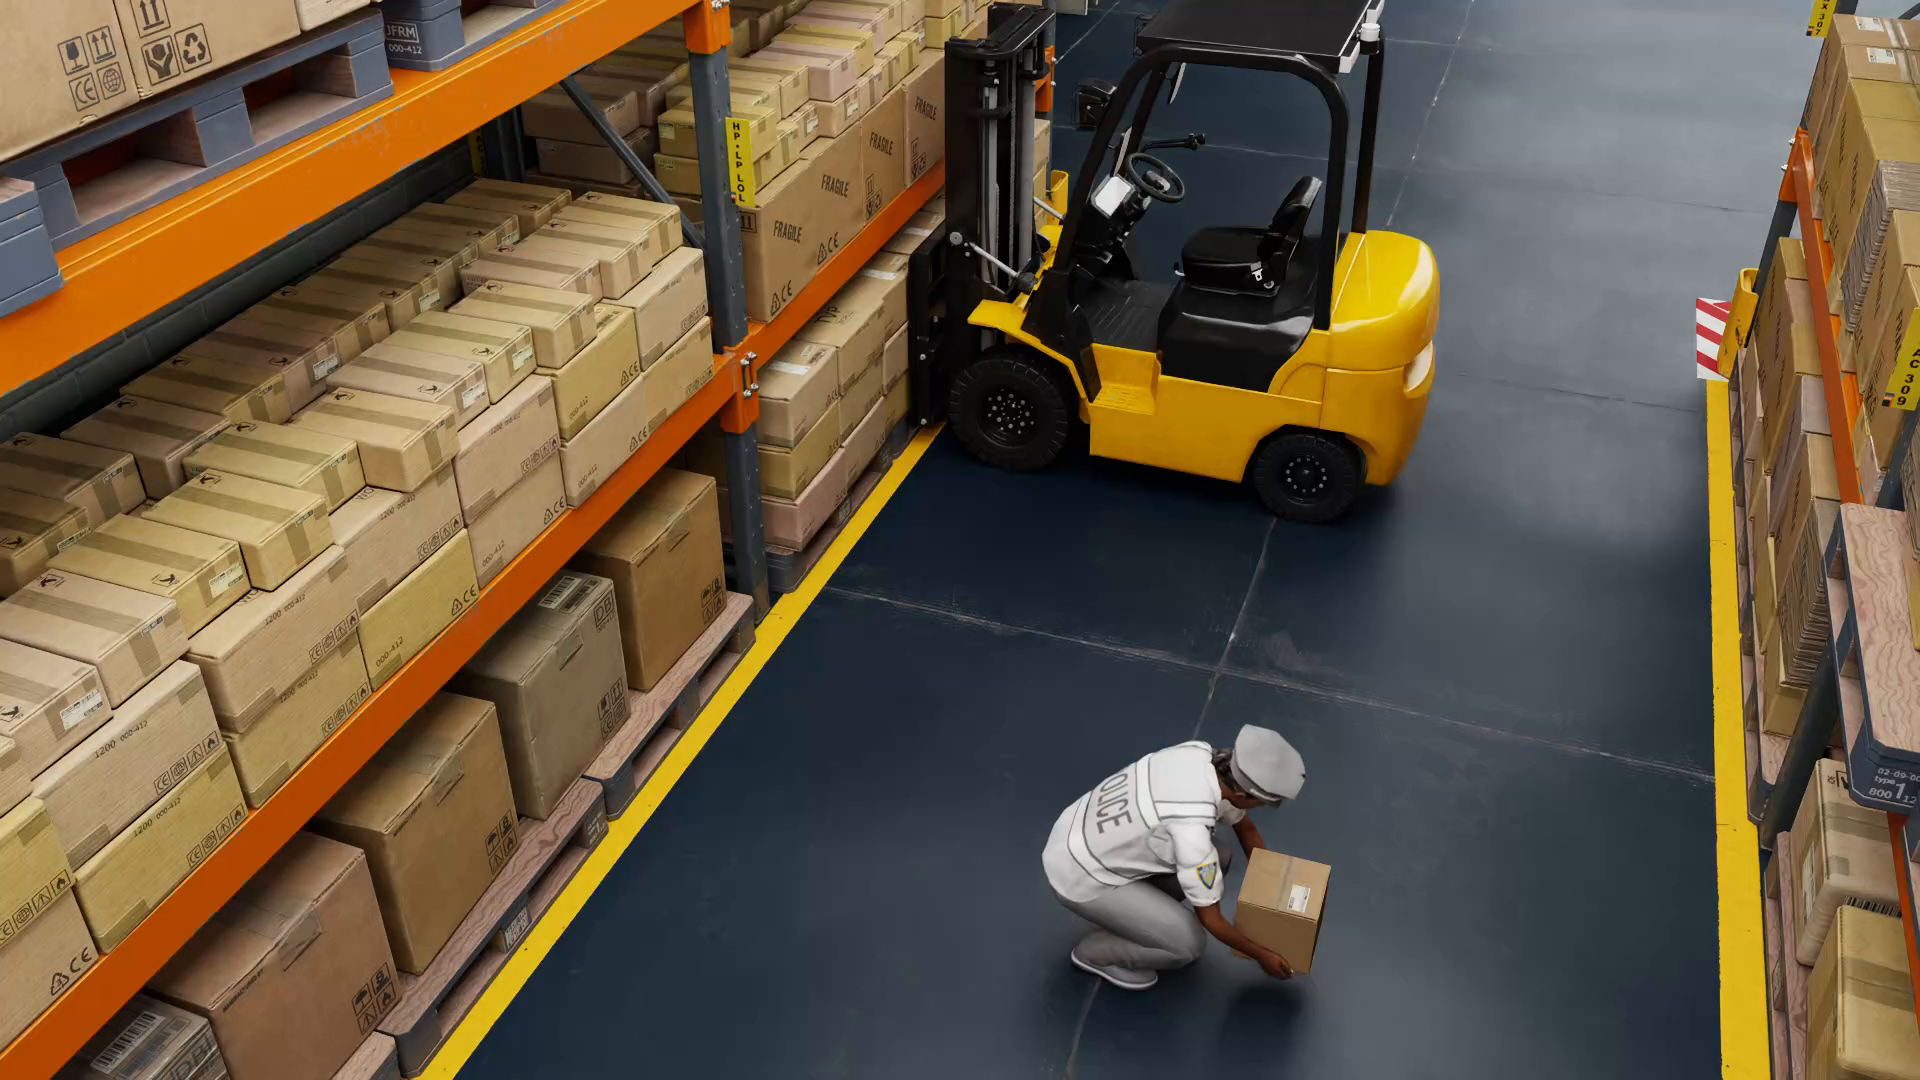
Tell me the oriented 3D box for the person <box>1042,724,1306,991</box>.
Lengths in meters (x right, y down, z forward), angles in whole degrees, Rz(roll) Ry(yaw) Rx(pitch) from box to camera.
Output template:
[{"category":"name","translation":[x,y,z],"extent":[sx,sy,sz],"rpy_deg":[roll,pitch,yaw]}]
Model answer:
[{"category":"person","translation":[0.692,0.998,5.288],"extent":[0.843,0.954,0.493],"rpy_deg":[11,35,16]}]
